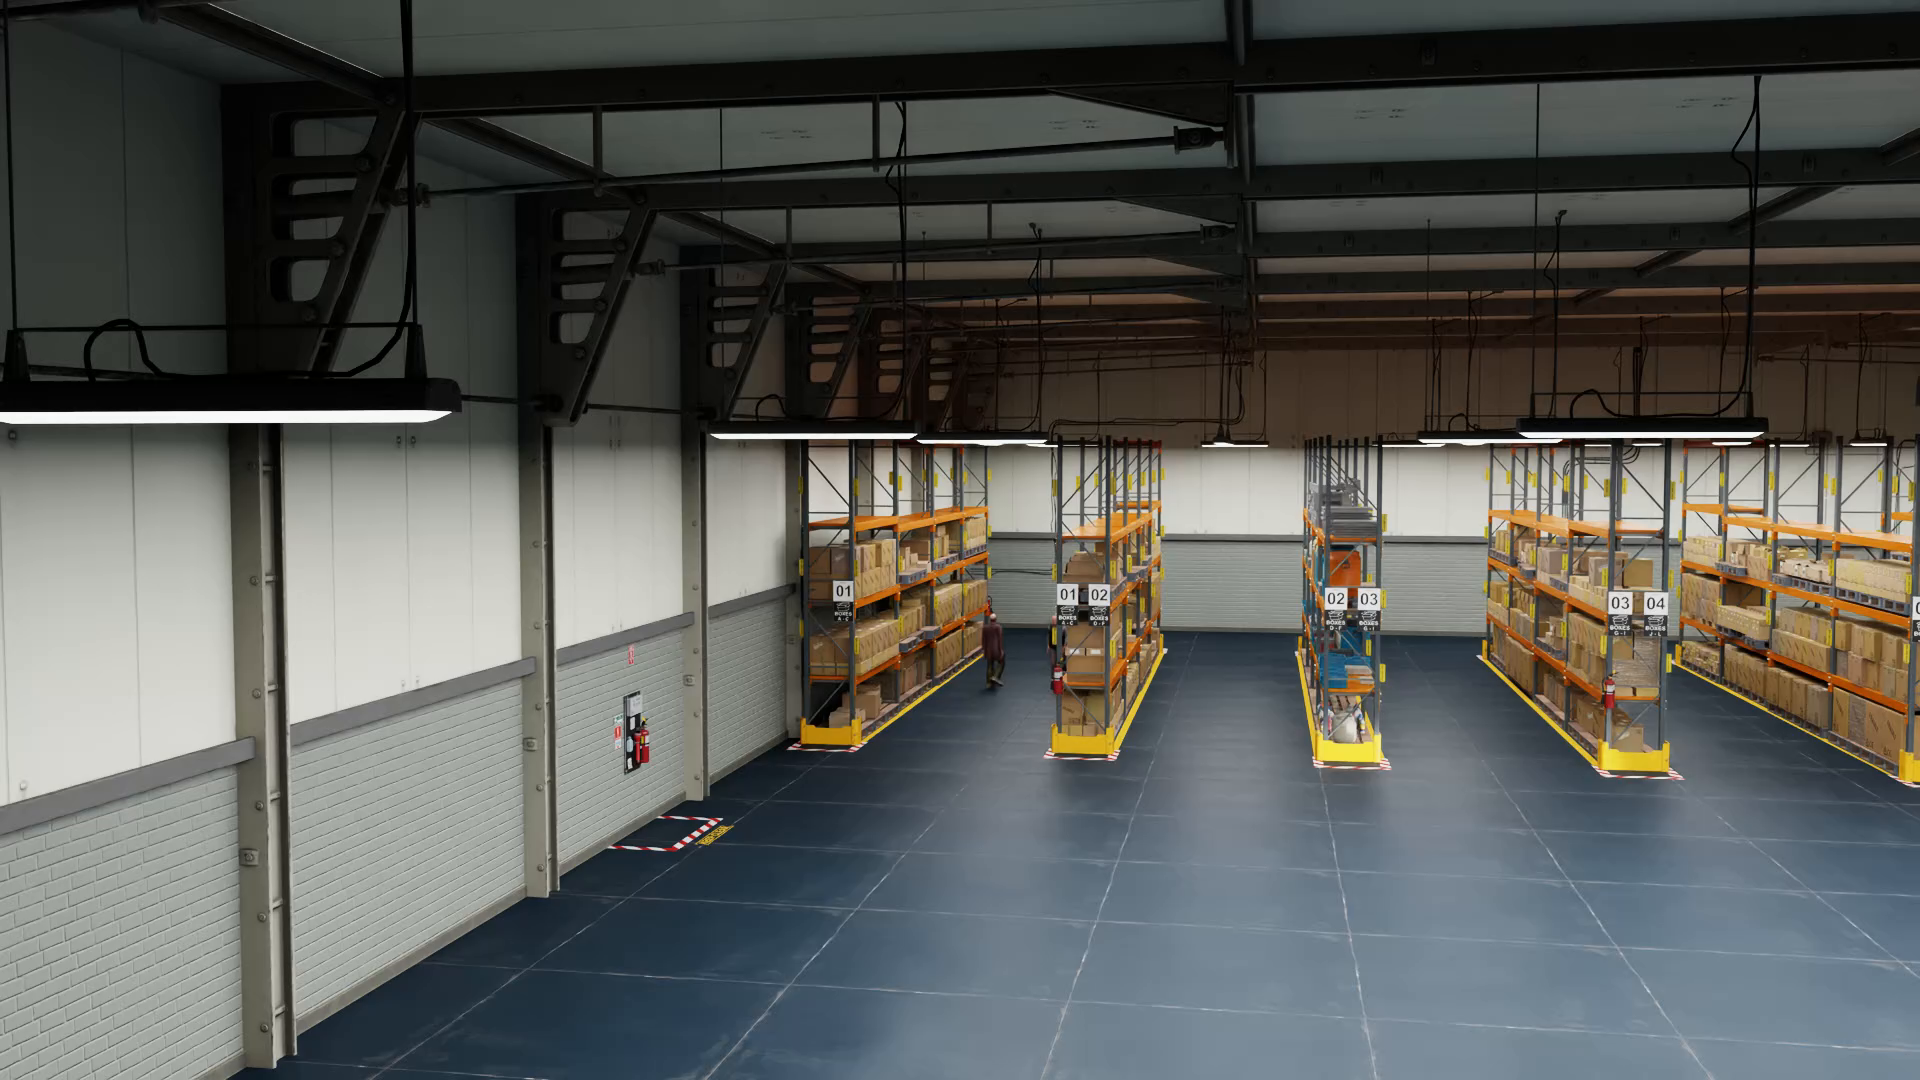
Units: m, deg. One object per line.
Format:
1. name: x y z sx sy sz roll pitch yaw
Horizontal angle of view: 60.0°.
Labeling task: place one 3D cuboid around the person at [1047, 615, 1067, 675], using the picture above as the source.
1. person: 2.440 2.670 40.869 0.600 1.702 0.617 1 3 24

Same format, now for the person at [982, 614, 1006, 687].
1. person: 0.800 2.655 40.073 0.615 1.764 0.553 2 3 27
